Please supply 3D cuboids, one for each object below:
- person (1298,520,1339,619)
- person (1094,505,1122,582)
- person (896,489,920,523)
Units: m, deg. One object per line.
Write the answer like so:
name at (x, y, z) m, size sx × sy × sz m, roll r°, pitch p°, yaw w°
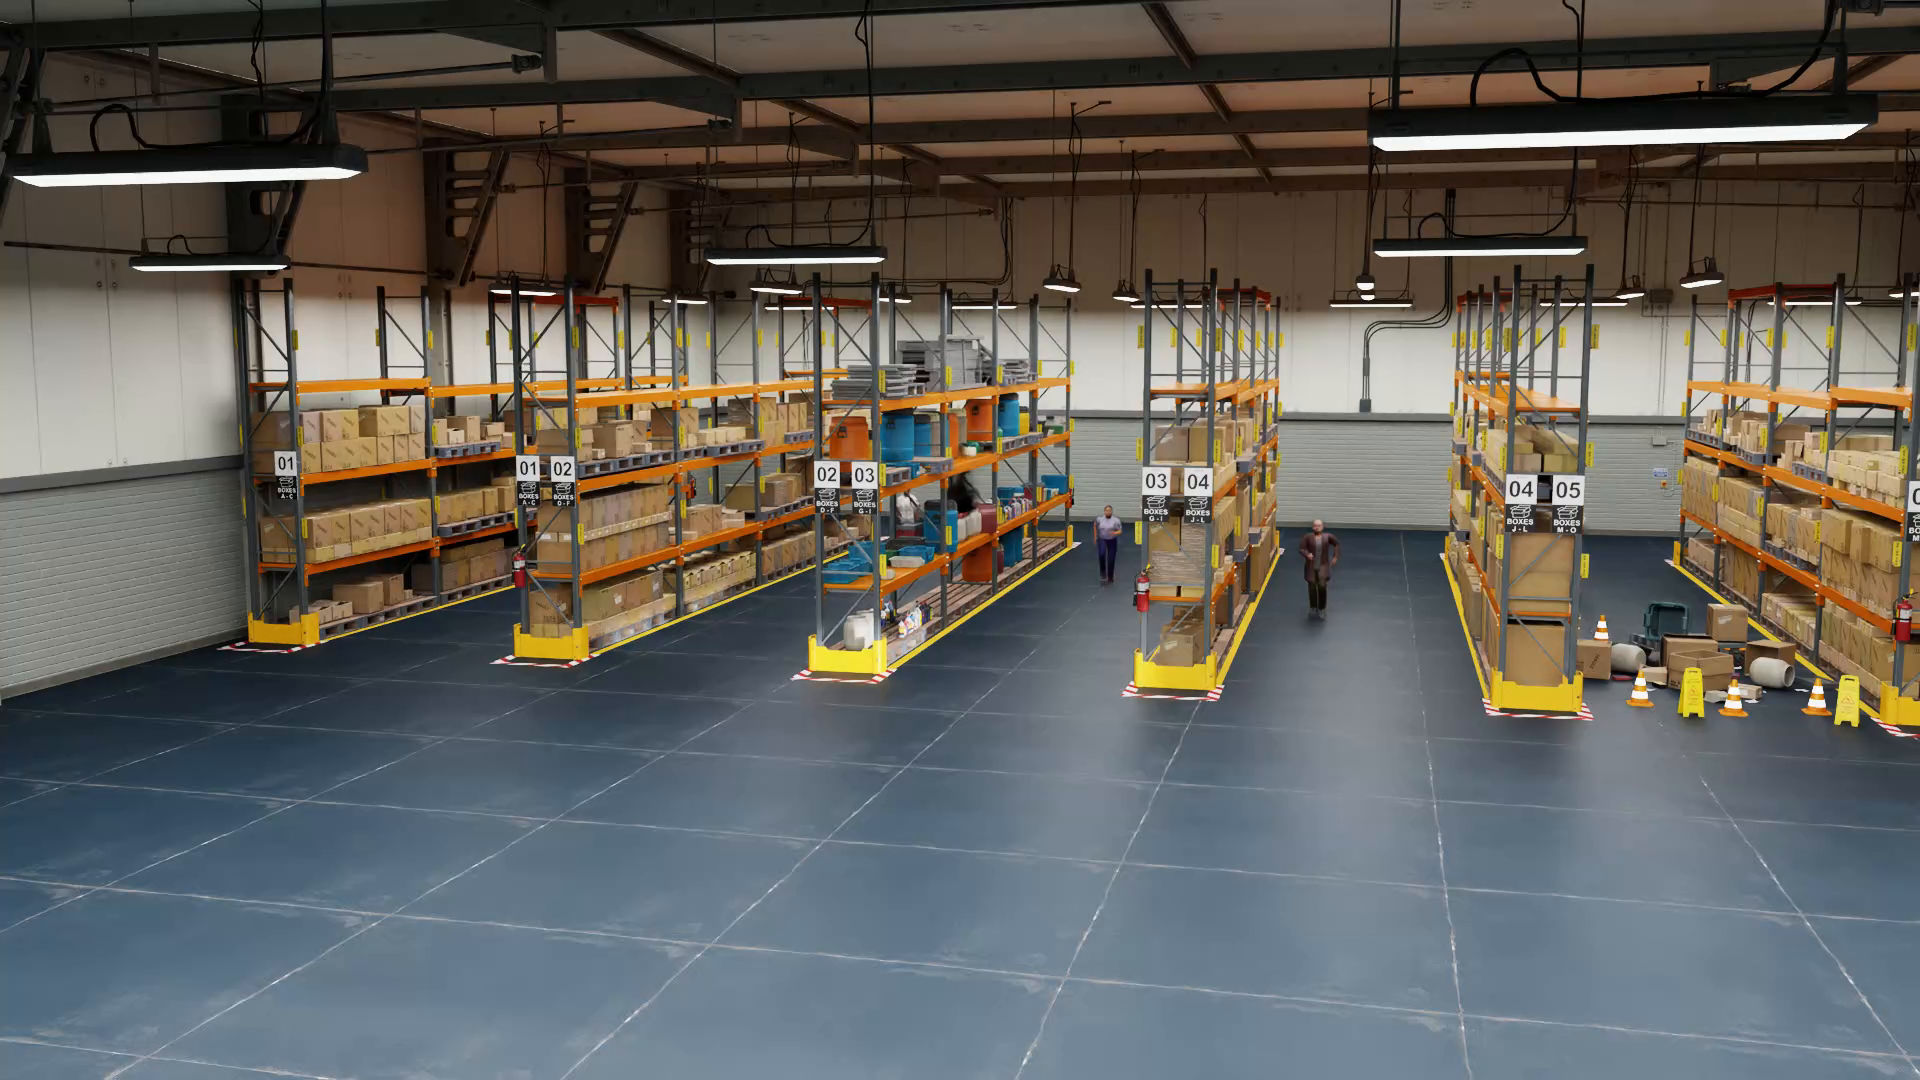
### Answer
person at (6.483, 0.540, 30.095) m, size 0.728 × 1.833 × 0.787 m, roll 2°, pitch 7°, yaw 14°
person at (3.014, 0.087, 33.920) m, size 0.571 × 1.618 × 0.829 m, roll 0°, pitch 7°, yaw 3°
person at (-1.248, -0.499, 39.061) m, size 0.598 × 1.659 × 0.535 m, roll 1°, pitch 7°, yaw 7°
